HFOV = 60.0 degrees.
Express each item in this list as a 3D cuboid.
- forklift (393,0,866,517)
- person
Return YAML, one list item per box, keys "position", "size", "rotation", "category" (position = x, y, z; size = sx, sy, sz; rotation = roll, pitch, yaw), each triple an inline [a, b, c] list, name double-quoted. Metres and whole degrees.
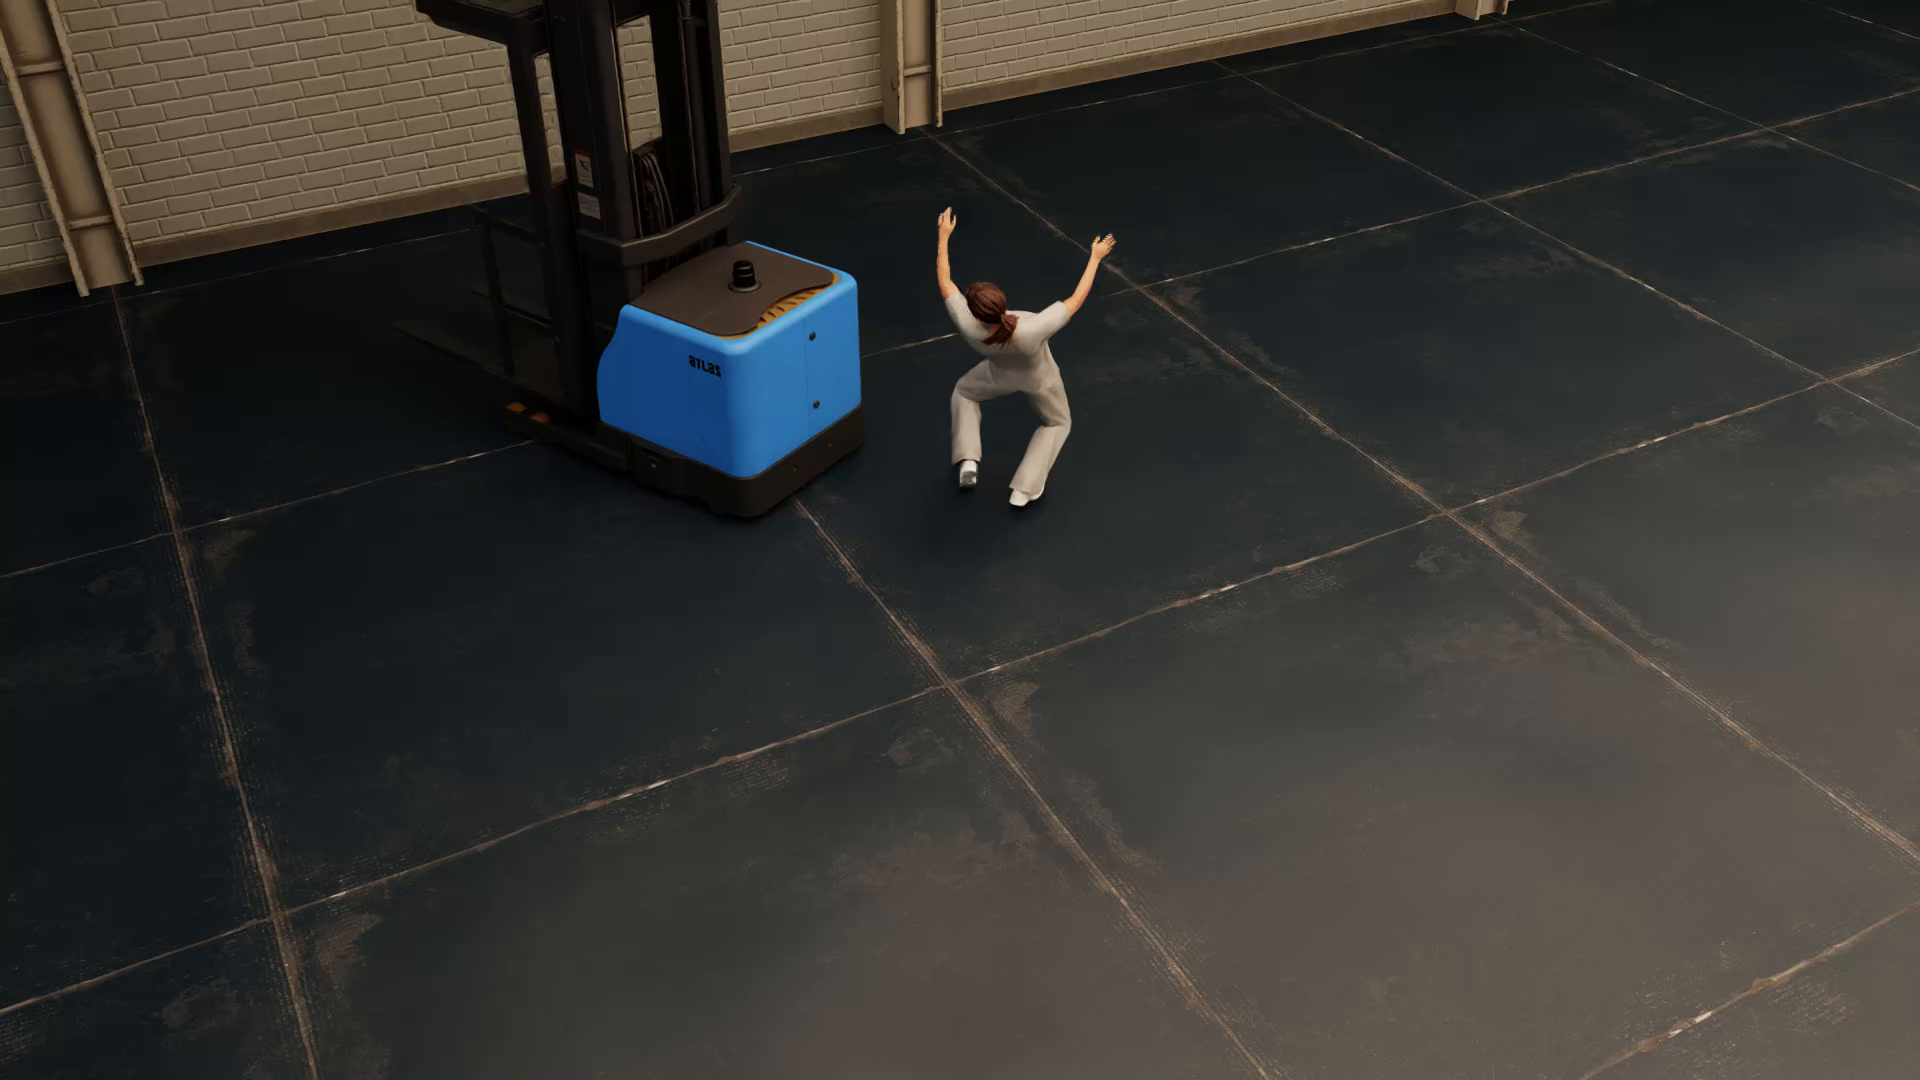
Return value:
- position: [-2.029, -1.981, 8.925]
  size: [3.031, 2.935, 1.130]
  rotation: [22, 41, 28]
  category: "forklift"
- position: [0.291, -0.875, 8.529]
  size: [0.877, 1.556, 0.691]
  rotation: [7, 36, 10]
  category: "person"
